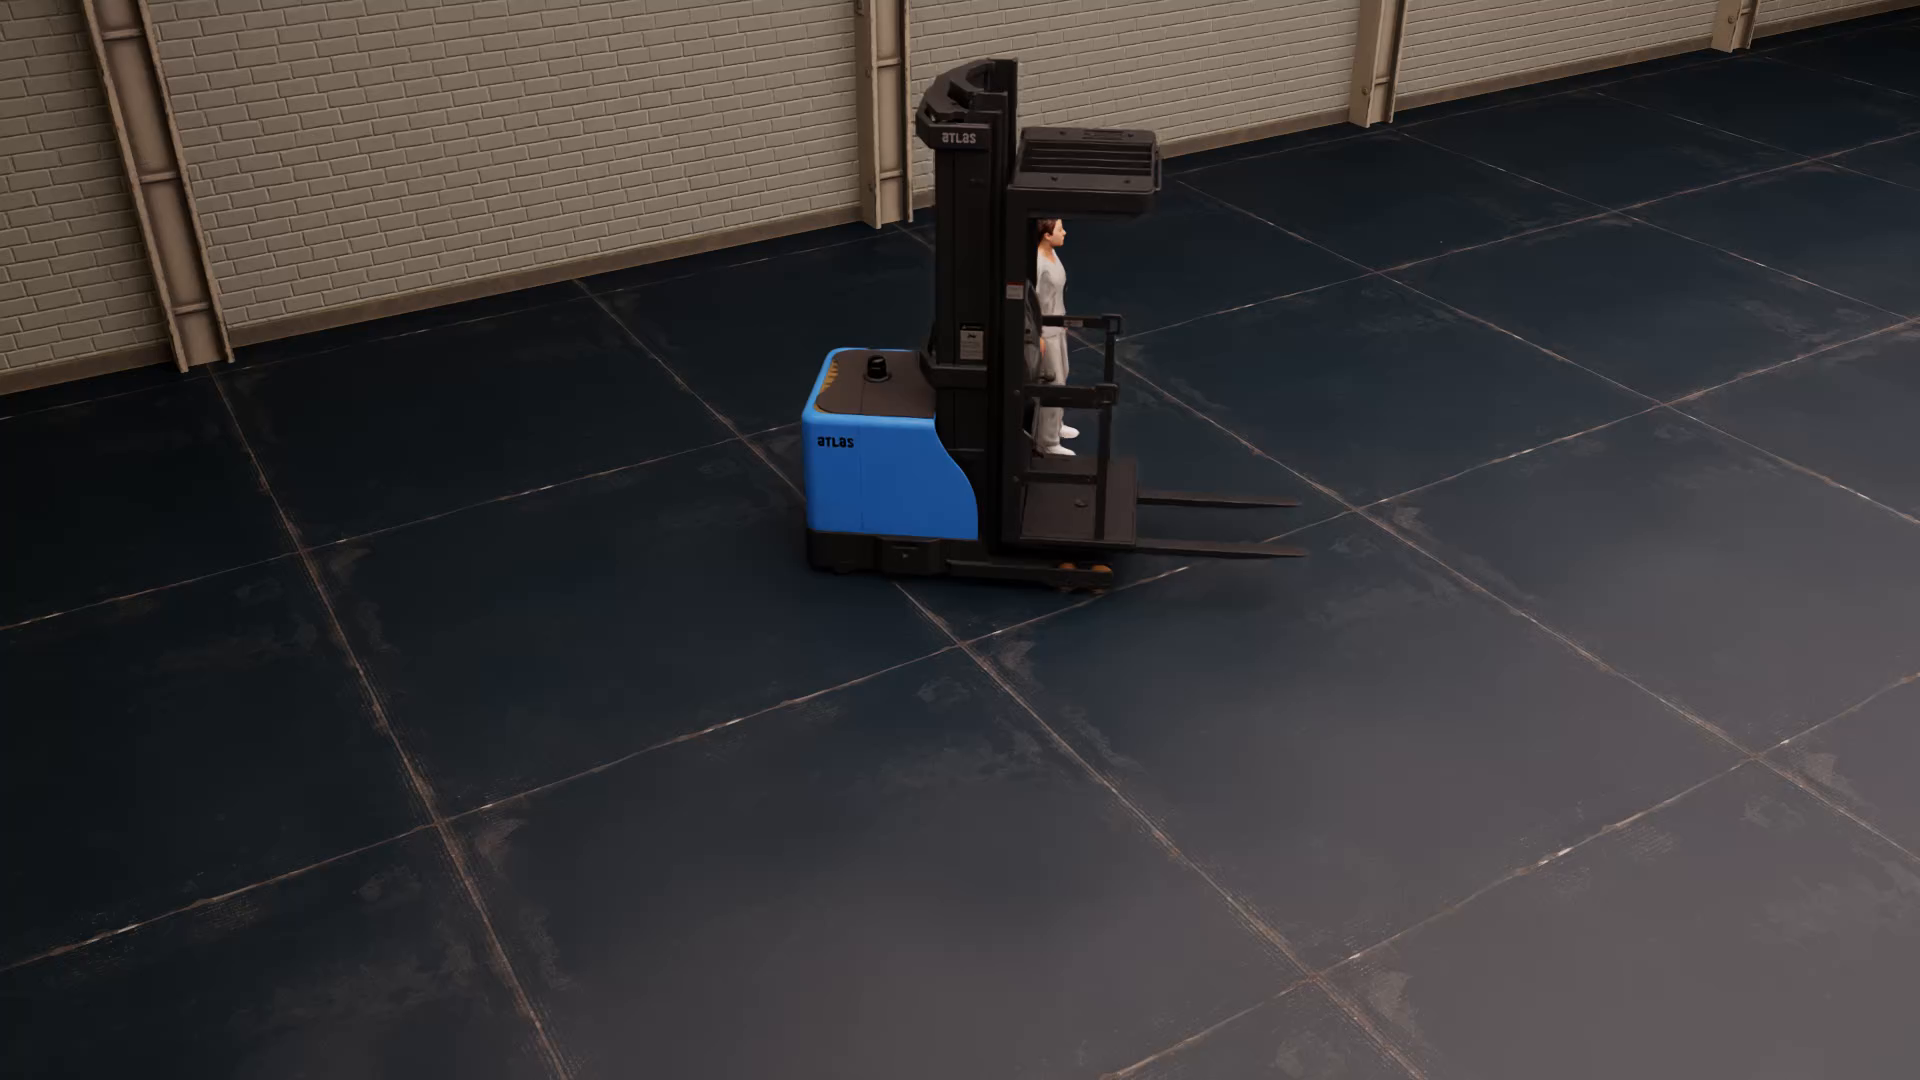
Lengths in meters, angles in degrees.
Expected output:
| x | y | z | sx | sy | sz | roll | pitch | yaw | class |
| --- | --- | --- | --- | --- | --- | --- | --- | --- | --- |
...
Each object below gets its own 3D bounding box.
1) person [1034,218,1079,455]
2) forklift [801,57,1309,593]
| x | y | z | sx | sy | sz | roll | pitch | yaw | class |
| --- | --- | --- | --- | --- | --- | --- | --- | --- | --- |
| 0.626 | -1.409 | 11.225 | 0.466 | 1.674 | 0.558 | 8 | 32 | 14 | person |
| 0.610 | -1.228 | 9.699 | 3.031 | 2.935 | 1.130 | 3 | 31 | 5 | forklift |
